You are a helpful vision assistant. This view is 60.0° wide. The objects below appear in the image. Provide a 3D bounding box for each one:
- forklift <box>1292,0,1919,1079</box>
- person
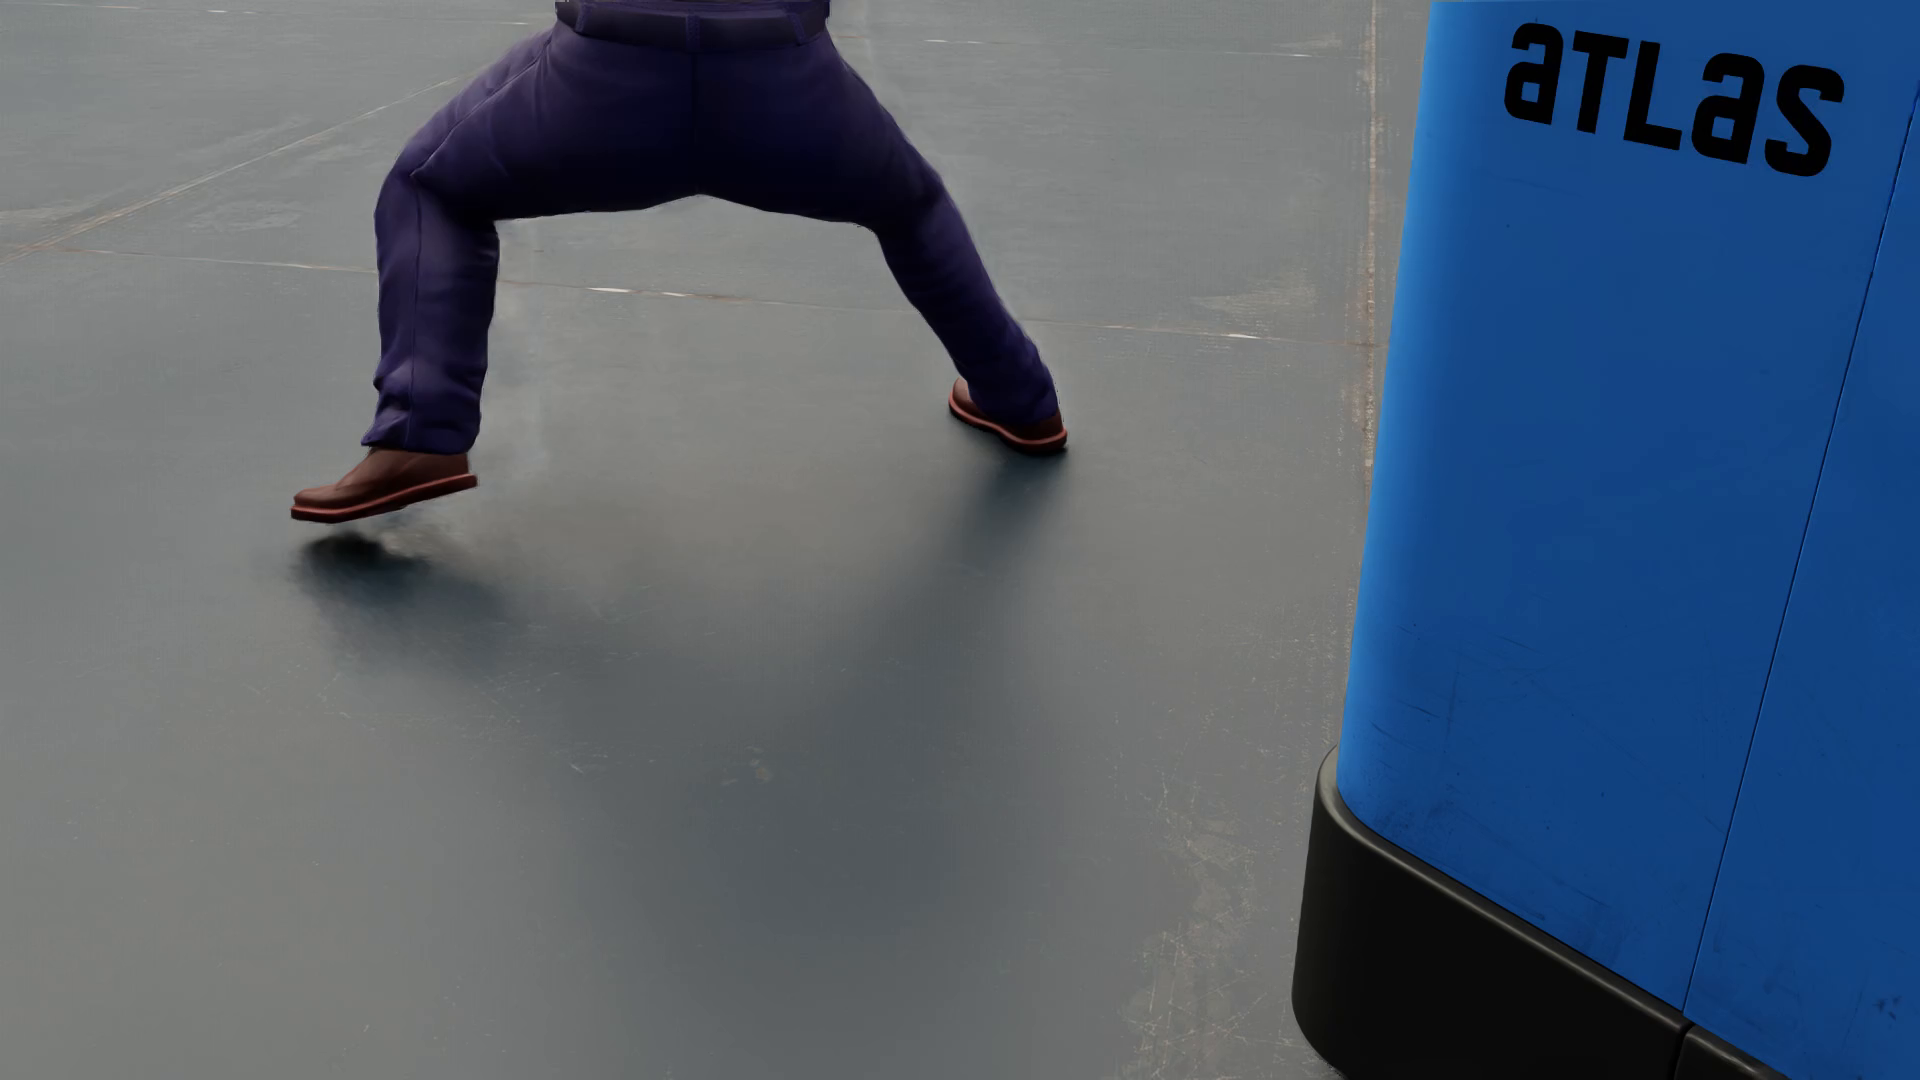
[{"bbox_3d":[1.620,-0.446,0.130,1.130,2.935,3.031,-20,33,-34],"label":"forklift"},{"bbox_3d":[-0.410,-0.732,2.363,1.205,1.430,0.625,-3,27,-6],"label":"person"}]
